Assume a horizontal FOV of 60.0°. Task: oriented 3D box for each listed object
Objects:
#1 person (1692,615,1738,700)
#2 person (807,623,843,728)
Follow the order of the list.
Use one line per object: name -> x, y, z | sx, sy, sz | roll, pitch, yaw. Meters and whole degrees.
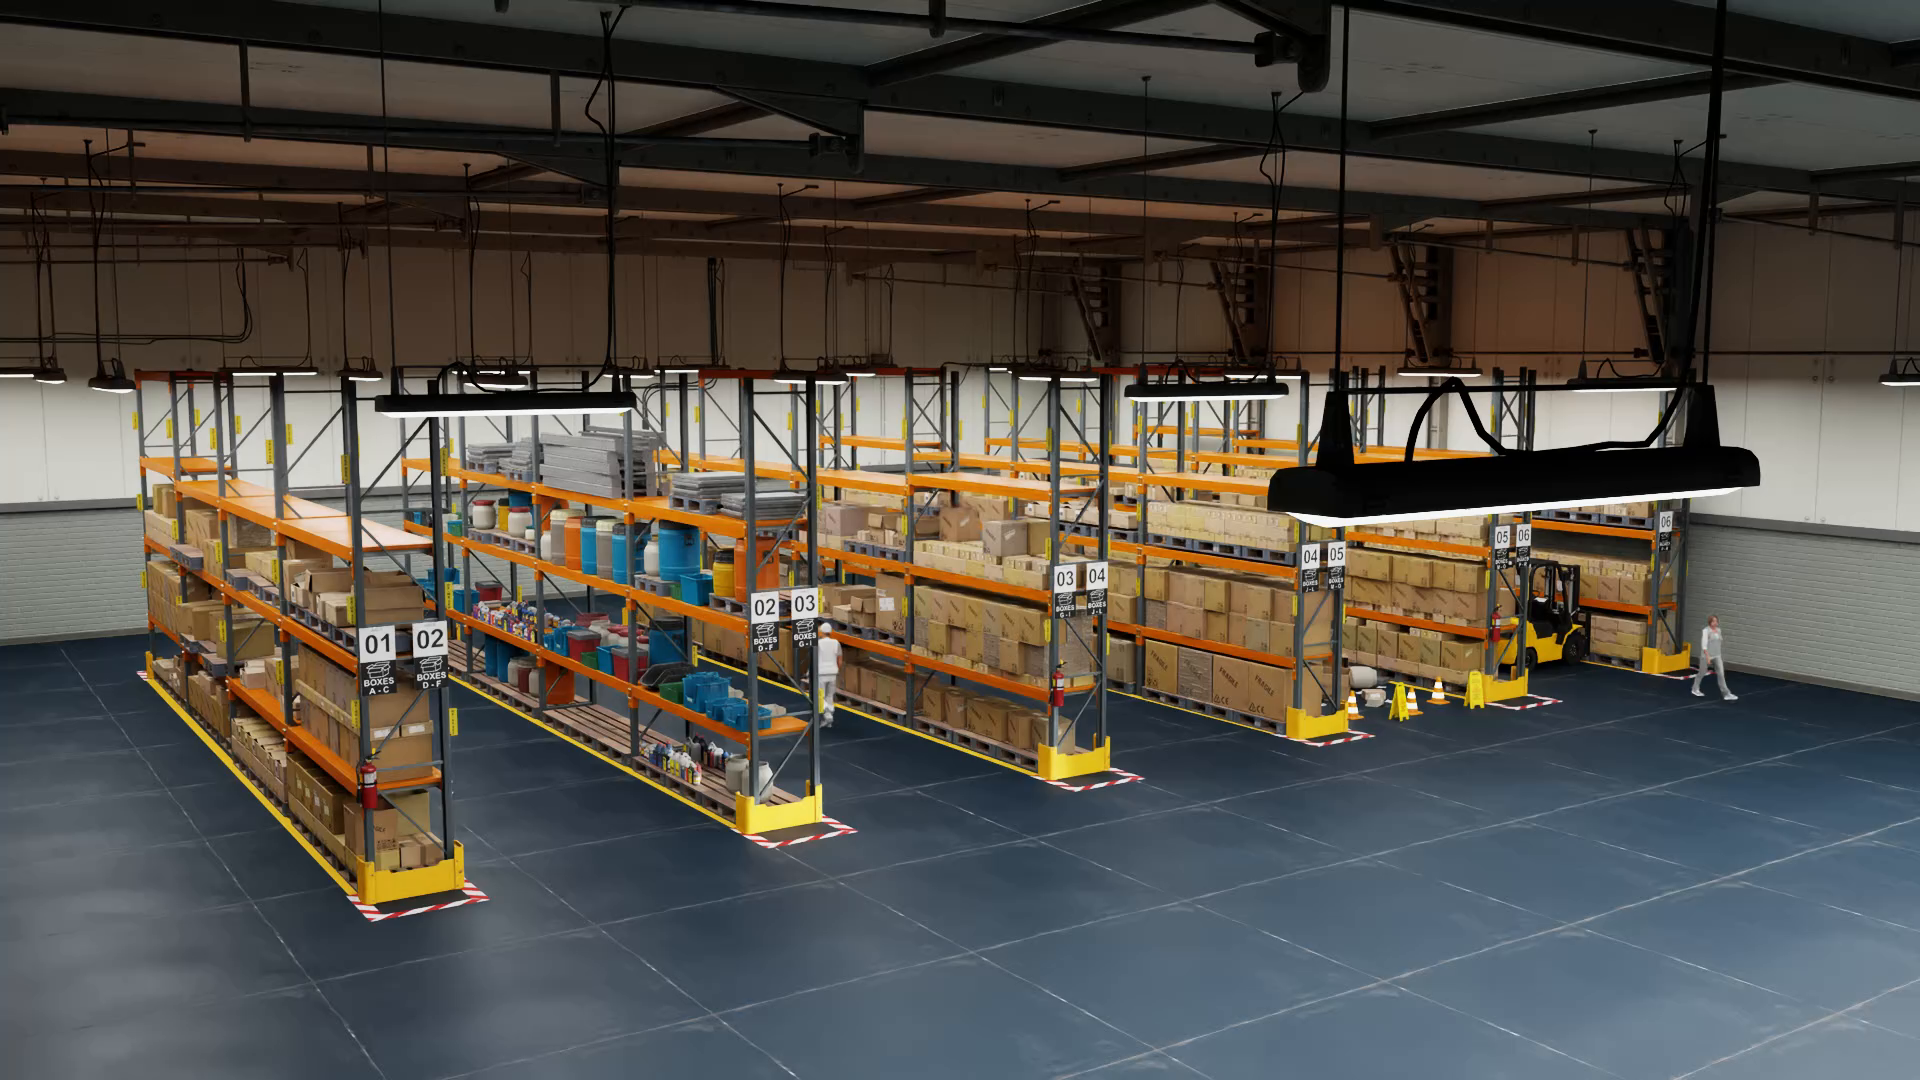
person -> 13.728, 2.135, 30.272 | 0.449, 1.543, 0.971 | -1, 7, -10
person -> -2.221, 2.299, 28.054 | 0.587, 1.758, 0.711 | -4, 8, -32
